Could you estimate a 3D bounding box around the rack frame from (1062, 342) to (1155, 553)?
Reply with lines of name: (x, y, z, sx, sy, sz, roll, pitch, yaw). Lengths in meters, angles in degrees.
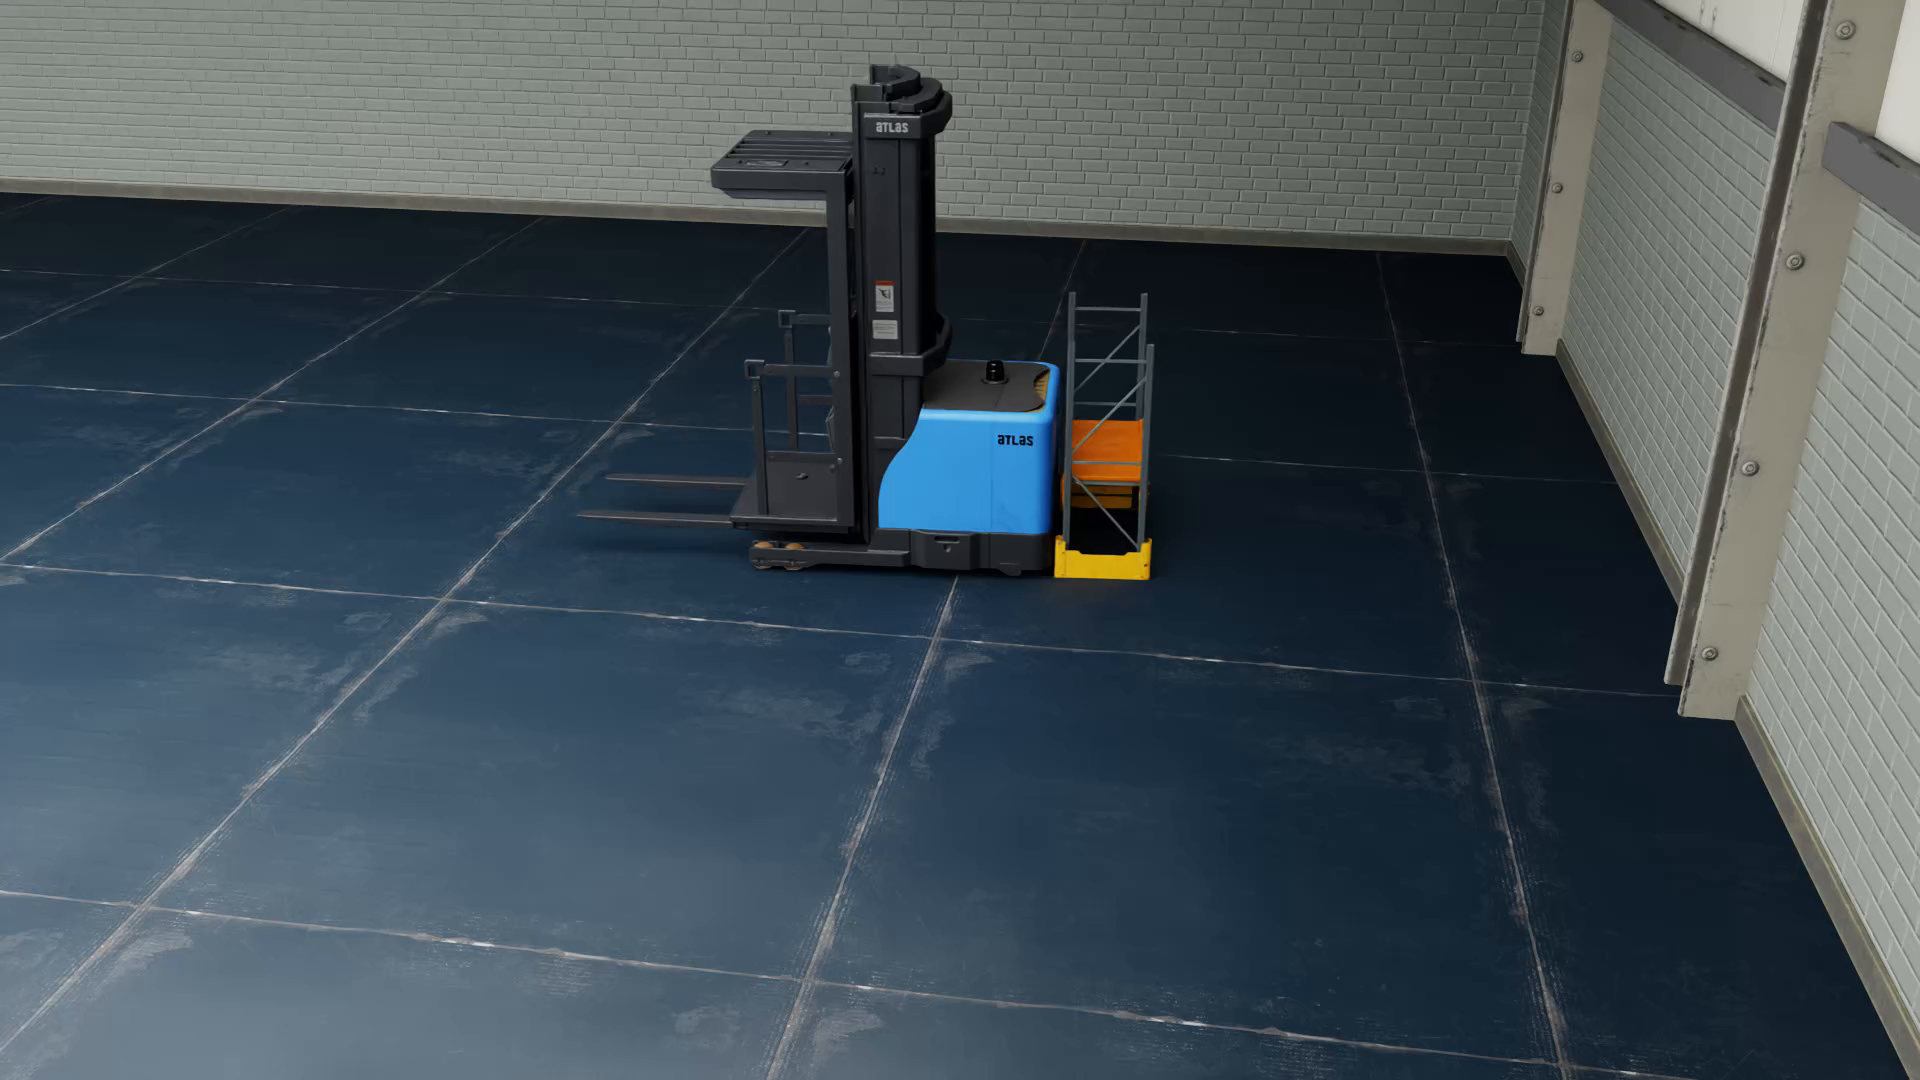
rack frame: (0.877, -0.457, 9.957, 0.500, 1.500, 0.032, 2, 25, 3)

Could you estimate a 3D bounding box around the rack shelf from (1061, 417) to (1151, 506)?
rack shelf: (0.910, -0.509, 10.492, 0.538, 0.185, 1.000, 2, 25, 3)

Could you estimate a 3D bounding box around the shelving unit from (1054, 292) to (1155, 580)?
shelving unit: (0.910, -0.668, 10.408, 0.587, 1.500, 1.083, 2, 25, 3)

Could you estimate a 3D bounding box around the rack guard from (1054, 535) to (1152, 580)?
rack guard: (0.877, 0.109, 10.223, 0.587, 0.250, 0.087, 2, 25, 3)

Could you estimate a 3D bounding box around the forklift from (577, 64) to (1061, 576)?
forklift: (-0.895, -1.356, 10.190, 3.031, 2.935, 1.130, 2, 25, 5)

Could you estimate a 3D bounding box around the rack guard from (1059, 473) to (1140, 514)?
rack guard: (0.942, -0.313, 11.123, 0.587, 0.250, 0.087, 2, 25, 3)

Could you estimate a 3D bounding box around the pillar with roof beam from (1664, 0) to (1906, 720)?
pillar with roof beam: (-0.267, -3.519, 7.653, 9.100, 9.000, 0.400, 4, 25, 9)

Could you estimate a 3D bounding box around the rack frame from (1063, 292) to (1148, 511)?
rack frame: (0.943, -0.887, 10.876, 0.500, 1.500, 0.032, 2, 25, 3)

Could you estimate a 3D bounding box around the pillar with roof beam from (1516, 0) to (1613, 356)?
pillar with roof beam: (0.713, -6.028, 13.014, 9.100, 9.000, 0.400, 4, 25, 9)
